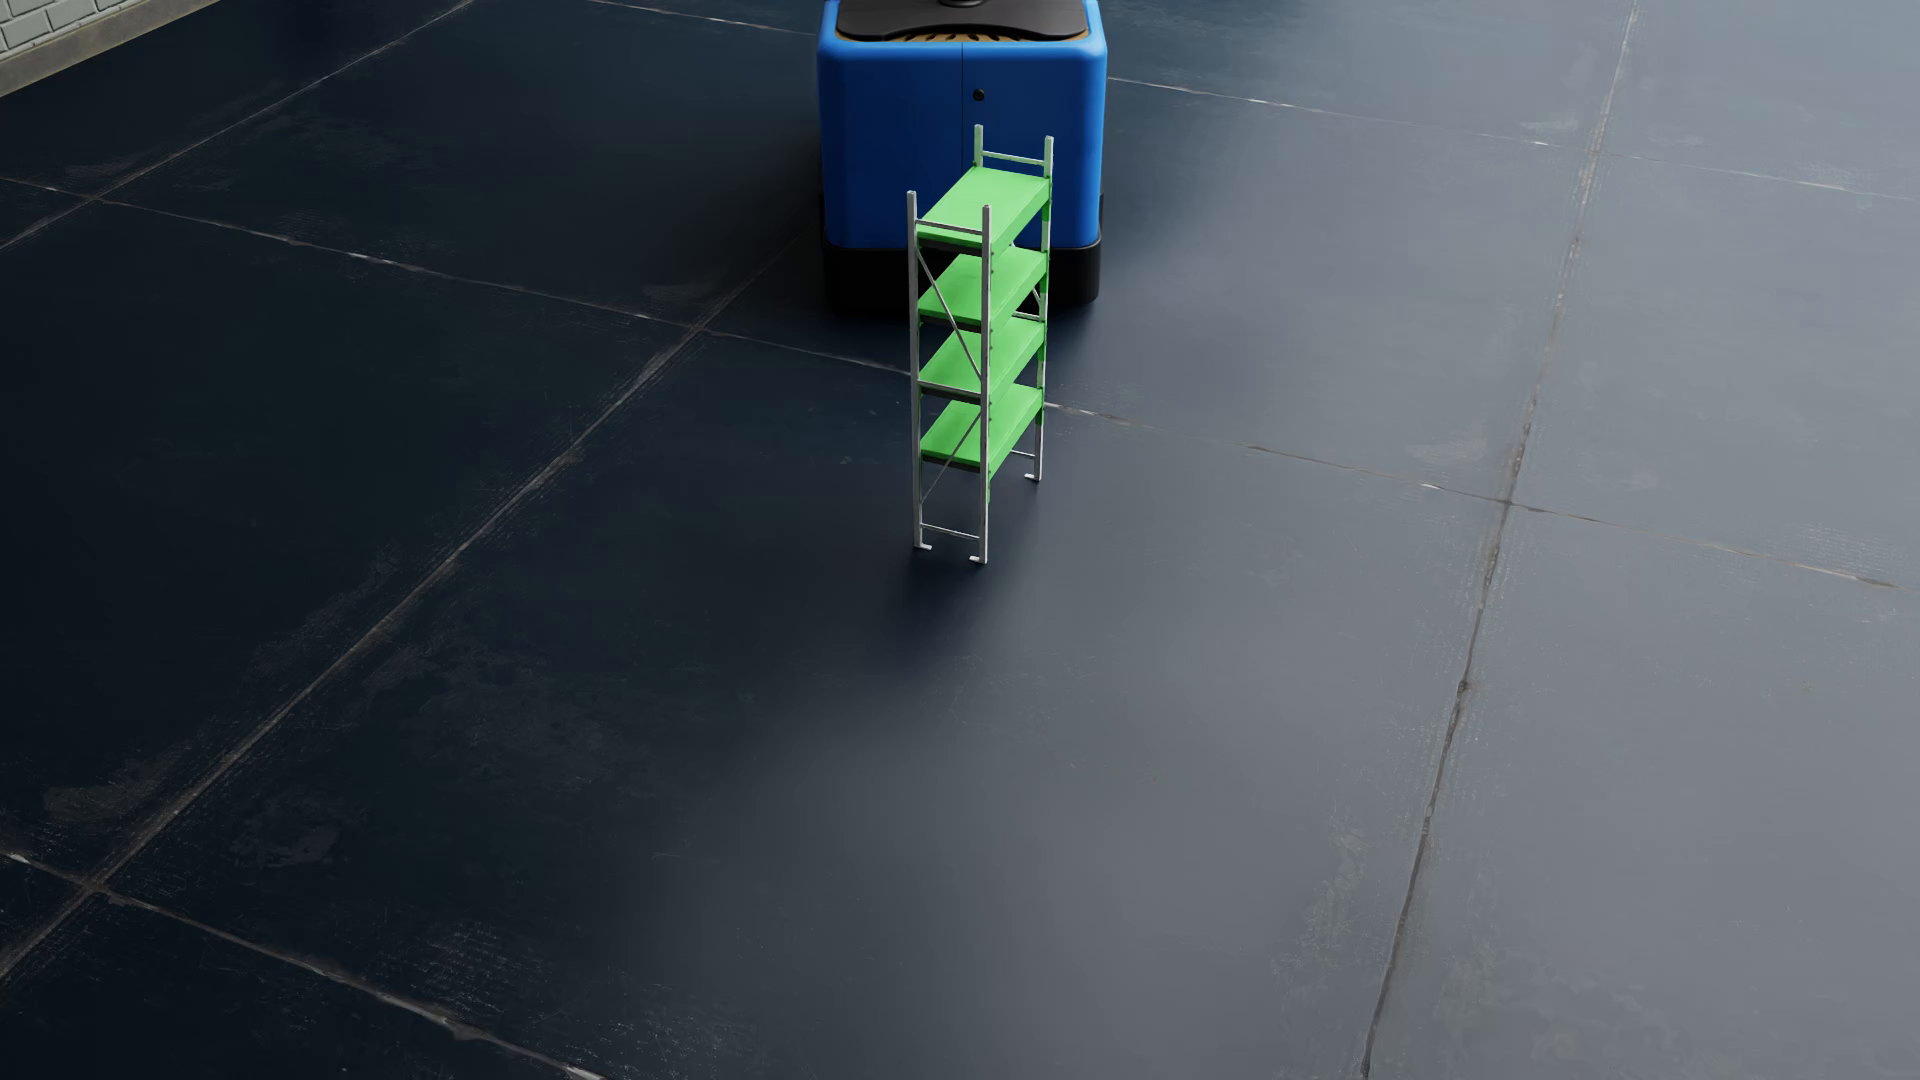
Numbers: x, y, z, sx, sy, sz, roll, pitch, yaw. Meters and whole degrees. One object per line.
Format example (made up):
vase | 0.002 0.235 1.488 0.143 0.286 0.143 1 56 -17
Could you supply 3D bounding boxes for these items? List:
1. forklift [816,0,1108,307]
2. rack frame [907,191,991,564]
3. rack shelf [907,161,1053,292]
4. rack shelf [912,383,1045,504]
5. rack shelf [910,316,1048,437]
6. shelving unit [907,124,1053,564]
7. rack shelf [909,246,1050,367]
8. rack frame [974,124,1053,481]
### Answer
forklift | -0.003 -2.909 6.693 1.130 2.935 3.031 0 37 0
rack frame | -0.030 -0.437 4.833 0.240 1.200 0.015 14 39 18
rack shelf | 0.063 -0.906 4.764 0.258 0.148 0.480 14 39 18
rack shelf | 0.063 -0.329 5.195 0.258 0.148 0.480 14 39 18
rack shelf | 0.063 -0.521 5.052 0.258 0.148 0.480 14 39 18
shelving unit | 0.063 -0.572 5.013 0.258 1.200 0.503 14 39 18
rack shelf | 0.063 -0.713 4.908 0.258 0.148 0.480 14 39 18
rack frame | 0.156 -0.707 5.194 0.240 1.200 0.015 14 39 18
